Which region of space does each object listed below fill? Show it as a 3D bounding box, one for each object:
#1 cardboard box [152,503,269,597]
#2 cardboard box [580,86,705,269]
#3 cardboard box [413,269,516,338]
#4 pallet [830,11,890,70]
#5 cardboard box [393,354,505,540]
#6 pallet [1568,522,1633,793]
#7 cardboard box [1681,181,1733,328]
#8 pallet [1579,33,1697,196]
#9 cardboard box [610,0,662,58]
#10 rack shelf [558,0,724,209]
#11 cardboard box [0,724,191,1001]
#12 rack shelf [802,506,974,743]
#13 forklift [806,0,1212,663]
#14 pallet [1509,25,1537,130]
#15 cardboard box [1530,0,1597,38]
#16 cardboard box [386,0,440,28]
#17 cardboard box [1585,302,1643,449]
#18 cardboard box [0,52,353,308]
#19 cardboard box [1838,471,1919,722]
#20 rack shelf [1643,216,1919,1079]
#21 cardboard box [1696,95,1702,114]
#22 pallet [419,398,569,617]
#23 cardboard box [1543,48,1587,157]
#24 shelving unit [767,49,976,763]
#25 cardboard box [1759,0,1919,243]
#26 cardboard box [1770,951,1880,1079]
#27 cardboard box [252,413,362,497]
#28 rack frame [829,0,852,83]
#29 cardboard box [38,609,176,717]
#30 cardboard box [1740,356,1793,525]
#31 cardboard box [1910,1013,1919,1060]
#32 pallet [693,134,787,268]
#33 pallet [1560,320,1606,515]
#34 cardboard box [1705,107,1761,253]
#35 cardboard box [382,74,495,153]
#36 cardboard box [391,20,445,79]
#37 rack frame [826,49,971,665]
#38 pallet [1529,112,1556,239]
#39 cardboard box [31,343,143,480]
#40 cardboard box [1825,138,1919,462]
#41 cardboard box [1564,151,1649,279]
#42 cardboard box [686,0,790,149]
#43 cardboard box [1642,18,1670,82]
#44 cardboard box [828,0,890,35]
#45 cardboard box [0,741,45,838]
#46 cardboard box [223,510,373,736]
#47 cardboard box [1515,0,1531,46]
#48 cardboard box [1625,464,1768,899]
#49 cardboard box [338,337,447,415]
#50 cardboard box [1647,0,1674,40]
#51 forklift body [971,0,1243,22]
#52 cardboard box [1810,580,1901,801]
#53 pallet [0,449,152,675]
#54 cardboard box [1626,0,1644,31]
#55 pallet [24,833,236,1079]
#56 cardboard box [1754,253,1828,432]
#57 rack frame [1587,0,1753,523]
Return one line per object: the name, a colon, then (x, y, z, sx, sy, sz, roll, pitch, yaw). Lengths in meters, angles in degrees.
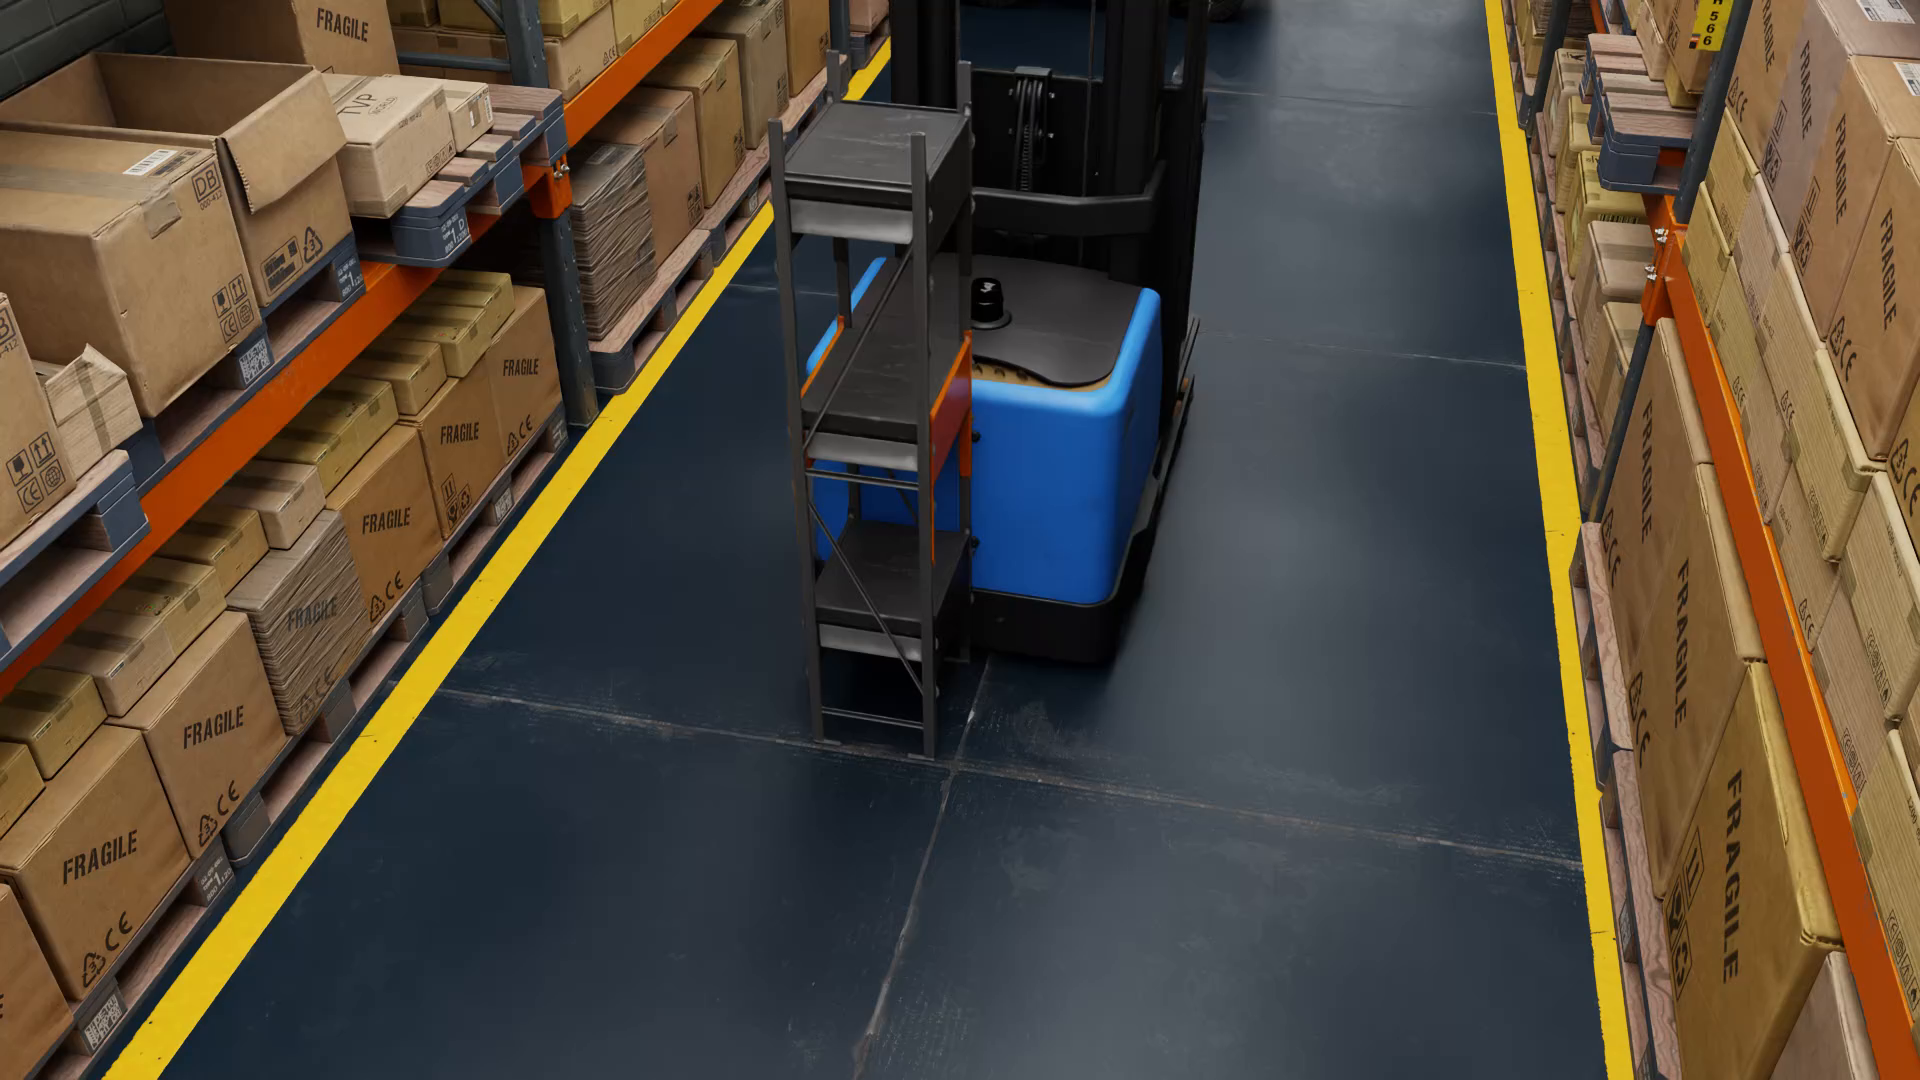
cardboard box: (-2.284, 0.017, 4.890, 0.380, 0.149, 0.250, 7, 37, 10)
cardboard box: (-1.734, -1.709, 7.717, 0.875, 0.625, 0.625, 8, 37, 11)
cardboard box: (-1.871, -0.875, 6.120, 0.380, 0.149, 0.250, 6, 36, 8)
pallet: (-0.948, -3.384, 10.739, 1.003, 0.211, 1.213, 7, 37, 10)
cardboard box: (-2.010, -0.372, 5.979, 0.500, 0.500, 0.500, 7, 36, 9)
pallet: (2.595, 0.423, 5.487, 1.003, 0.211, 1.213, 7, 37, 10)
cardboard box: (2.487, -0.839, 4.979, 0.500, 0.250, 0.500, 7, 36, 9)
pallet: (2.885, -1.493, 5.917, 1.213, 0.211, 1.003, 7, 37, 10)
cardboard box: (-1.567, -2.220, 6.884, 0.500, 0.250, 0.500, 7, 36, 9)
rack shelf: (-1.586, -2.624, 7.928, 1.077, 0.370, 4.000, 7, 37, 10)
cardboard box: (-2.440, 0.811, 4.347, 0.500, 0.500, 0.500, 7, 36, 9)
rack shelf: (-0.218, 0.265, 5.306, 0.431, 0.518, 0.480, 8, 37, 11)
forklift: (0.359, -1.641, 6.016, 1.130, 2.935, 3.031, 9, 37, 12)
pallet: (3.800, -2.702, 9.799, 1.003, 0.211, 1.213, 7, 37, 10)
cardboard box: (3.556, -3.175, 9.421, 0.500, 0.500, 0.500, 7, 36, 9)
cardboard box: (-2.188, -2.203, 6.435, 0.500, 0.250, 0.500, 8, 37, 11)
cardboard box: (2.968, -0.577, 6.372, 0.950, 0.372, 0.625, 5, 36, 7)
cardboard box: (-2.181, -1.022, 4.658, 0.797, 0.503, 0.637, 7, 36, 9)
cardboard box: (2.044, 0.134, 3.210, 0.500, 0.250, 0.500, 8, 37, 11)
rack shelf: (2.410, 0.289, 3.908, 1.077, 0.370, 4.000, 7, 37, 10)
cardboard box: (2.677, -1.435, 5.529, 0.380, 0.149, 0.250, 9, 37, 12)
pallet: (-2.209, -0.216, 6.369, 1.003, 0.211, 1.213, 7, 37, 10)
cardboard box: (3.582, -2.247, 8.676, 0.950, 0.372, 0.625, 8, 37, 11)
shelving unit: (-0.220, -0.308, 4.882, 0.431, 2.100, 0.503, 8, 37, 11)
cardboard box: (2.396, -1.056, 4.214, 0.500, 0.500, 0.500, 7, 37, 10)
cardboard box: (2.037, 1.469, 3.120, 0.875, 0.875, 0.875, 8, 37, 11)
cardboard box: (-2.152, -0.280, 5.300, 0.380, 0.149, 0.250, 7, 36, 9)
rack frame: (-1.158, -4.062, 9.299, 1.000, 3.000, 0.127, 7, 37, 10)
cardboard box: (-2.368, 0.317, 4.476, 0.380, 0.149, 0.250, 7, 37, 10)
cardboard box: (2.277, -0.242, 4.156, 0.500, 0.250, 0.500, 8, 37, 12)
cardboard box: (1.832, 0.916, 2.557, 0.500, 0.250, 0.500, 6, 36, 9)
pallet: (-1.536, -1.804, 8.559, 1.003, 0.211, 1.213, 7, 37, 10)
pallet: (3.006, -0.468, 6.715, 1.003, 0.211, 1.213, 7, 37, 10)
cardboard box: (2.488, -1.031, 4.818, 0.500, 0.250, 0.500, 7, 37, 10)
cardboard box: (-1.778, -1.412, 5.499, 0.380, 0.149, 0.250, 8, 37, 11)
cardboard box: (-2.167, -1.998, 6.578, 0.500, 0.250, 0.500, 7, 36, 9)
rack frame: (-0.163, -0.450, 5.072, 0.400, 2.100, 0.015, 8, 37, 11)
pallet: (3.527, -1.866, 8.645, 1.003, 0.211, 1.213, 7, 37, 10)
cardboard box: (-2.195, -0.340, 3.919, 0.396, 0.266, 0.258, 9, 37, 12)
cardboard box: (2.160, -0.473, 3.409, 0.500, 0.500, 0.500, 8, 37, 11)
cardboard box: (3.285, -1.436, 7.556, 0.950, 0.372, 0.625, 8, 37, 12)
cardboard box: (-1.432, -2.526, 8.845, 0.875, 0.625, 0.625, 7, 37, 9)
cardboard box: (2.674, -1.747, 5.961, 0.380, 0.149, 0.250, 7, 37, 10)
cardboard box: (-0.732, -3.355, 10.308, 0.500, 0.250, 0.500, 8, 37, 10)
cardboard box: (-2.503, 0.614, 4.066, 0.380, 0.149, 0.250, 6, 36, 8)
cardboard box: (-2.212, 0.229, 5.151, 0.500, 0.500, 0.500, 6, 36, 8)
cardboard box: (3.659, -3.178, 10.064, 0.500, 0.250, 0.500, 6, 36, 9)
cardboard box: (2.414, 0.438, 4.542, 0.875, 0.875, 0.875, 8, 37, 11)
cardboard box: (-1.998, -0.569, 5.698, 0.380, 0.149, 0.250, 6, 36, 8)
cardboard box: (2.762, -2.073, 5.858, 0.500, 0.500, 0.500, 7, 36, 9)
forklift body: (1.073, -4.696, 10.896, 2.313, 2.155, 1.214, 7, 37, 10)
cardboard box: (2.069, 0.338, 3.356, 0.500, 0.250, 0.500, 6, 36, 9)
pallet: (-2.590, 0.158, 3.640, 1.003, 0.211, 1.213, 7, 37, 10)
cardboard box: (2.781, -2.050, 6.379, 0.380, 0.149, 0.250, 8, 37, 11)
pallet: (-2.730, 1.182, 4.439, 1.003, 0.211, 1.213, 7, 37, 10)
cardboard box: (2.258, -0.451, 4.017, 0.500, 0.250, 0.500, 7, 37, 10)
rack frame: (2.837, -1.149, 5.279, 1.000, 3.000, 0.127, 7, 37, 10)
